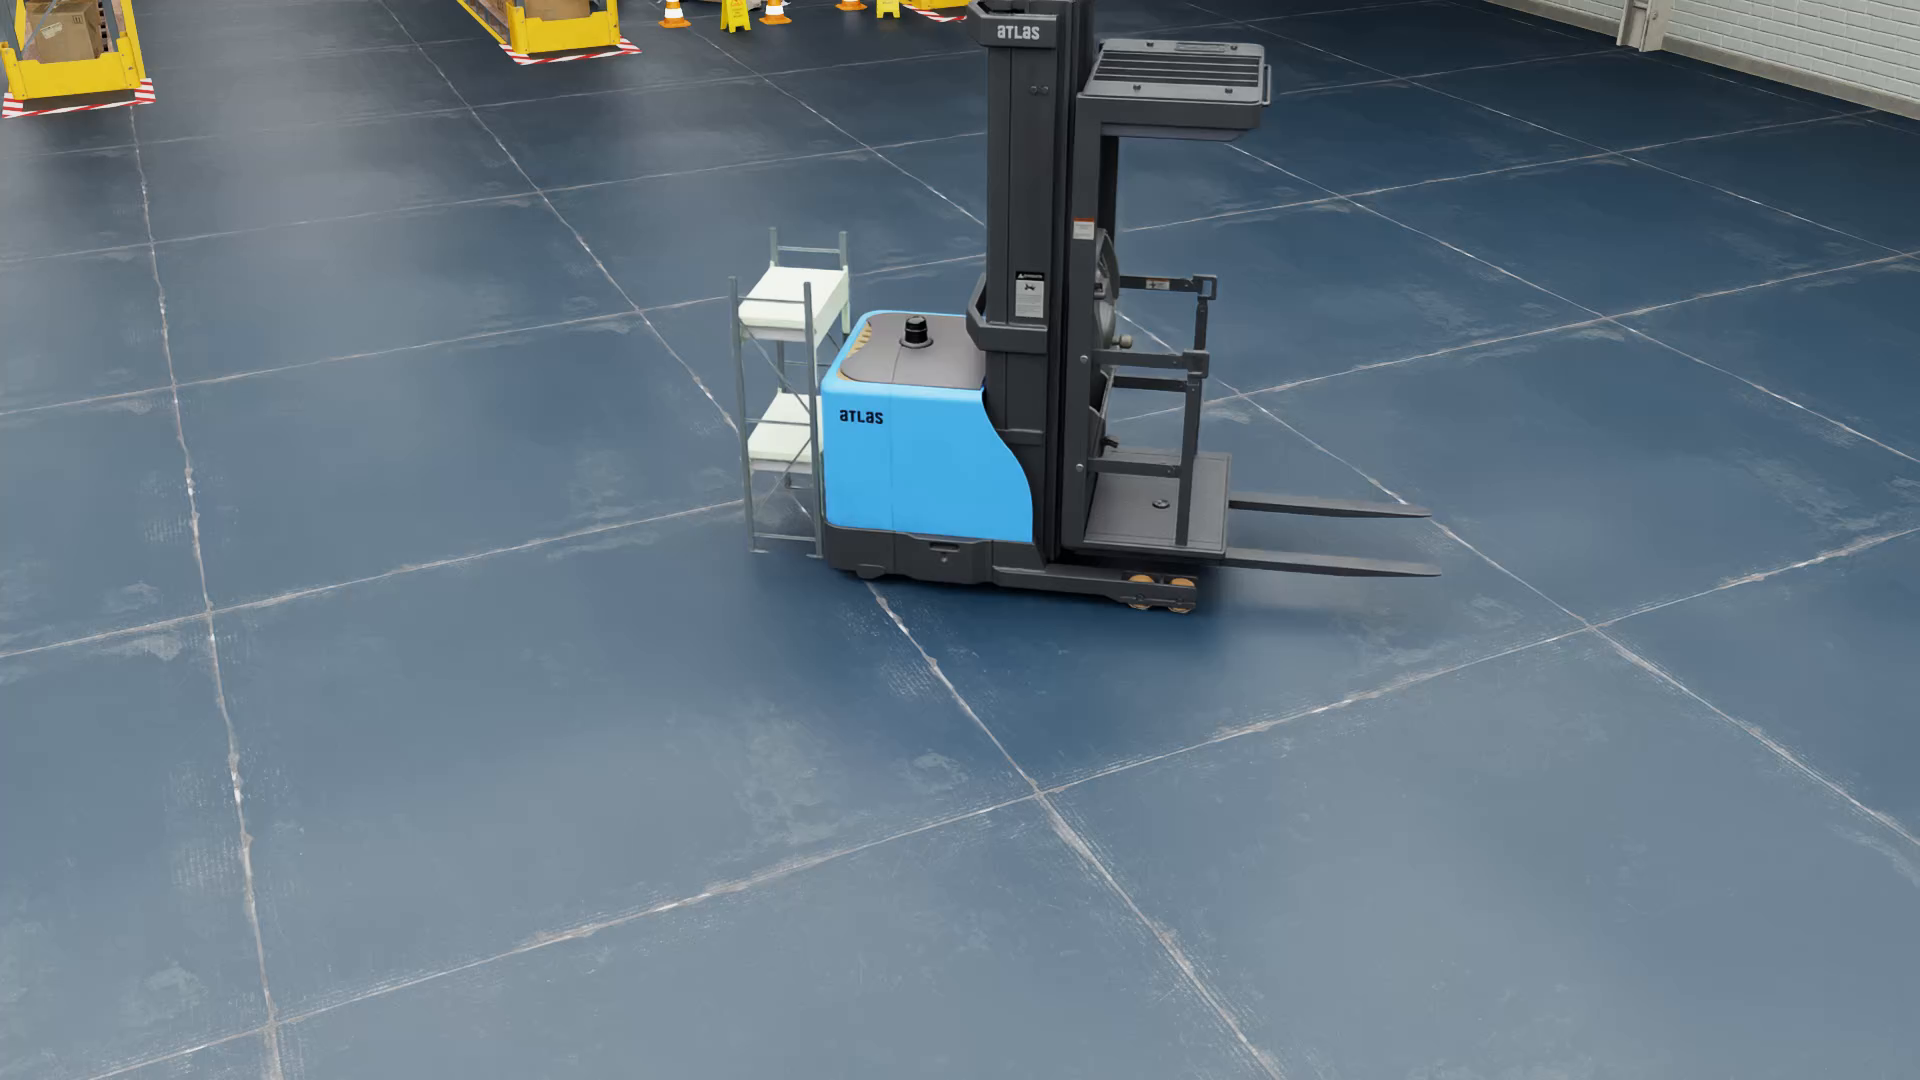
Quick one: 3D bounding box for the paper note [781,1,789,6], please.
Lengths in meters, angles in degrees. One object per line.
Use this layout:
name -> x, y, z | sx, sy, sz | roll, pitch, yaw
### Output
paper note -> -2.187, -6.634, 20.550 | 0.142, 0.019, 0.148 | 26, 38, 38

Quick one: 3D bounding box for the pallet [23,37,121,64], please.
pallet -> -9.284, -5.032, 17.509 | 1.003, 0.211, 1.213 | -13, 32, -22

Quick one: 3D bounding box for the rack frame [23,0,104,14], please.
rack frame -> -10.651, -7.616, 19.265 | 1.000, 3.000, 0.127 | -13, 32, -22

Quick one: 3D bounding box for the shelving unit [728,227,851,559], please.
shelving unit -> -0.841, -0.756, 8.564 | 0.431, 1.500, 0.755 | 5, 30, 8

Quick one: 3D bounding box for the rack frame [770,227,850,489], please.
rack frame -> -0.779, -0.932, 8.879 | 0.400, 1.500, 0.023 | 5, 30, 8

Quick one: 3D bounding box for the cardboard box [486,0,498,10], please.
cardboard box -> -5.141, -6.776, 19.510 | 0.875, 0.875, 0.875 | -14, 32, -23

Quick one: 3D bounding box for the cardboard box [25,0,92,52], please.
cardboard box -> -9.475, -5.478, 17.578 | 0.500, 0.500, 0.500 | -5, 30, -9

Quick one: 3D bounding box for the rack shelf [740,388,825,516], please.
rack shelf -> -0.841, -0.471, 8.724 | 0.431, 0.370, 0.720 | 5, 30, 8

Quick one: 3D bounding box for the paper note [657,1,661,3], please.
paper note -> -3.738, -6.695, 20.679 | 0.032, 0.001, 0.123 | 2, 29, 4

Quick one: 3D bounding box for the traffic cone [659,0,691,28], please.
traffic cone -> -3.357, -6.272, 19.462 | 0.336, 0.463, 0.334 | -13, 32, -22

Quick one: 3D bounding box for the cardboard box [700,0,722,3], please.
cardboard box -> -3.024, -7.085, 20.871 | 0.637, 0.503, 0.797 | 13, 32, 21

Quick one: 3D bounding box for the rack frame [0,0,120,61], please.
rack frame -> -8.934, -5.849, 16.114 | 1.000, 3.000, 0.127 | -13, 32, -22

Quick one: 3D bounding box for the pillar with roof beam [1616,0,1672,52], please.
pillar with roof beam -> 3.700, -8.533, 14.766 | 9.100, 9.000, 0.400 | -13, 32, -22

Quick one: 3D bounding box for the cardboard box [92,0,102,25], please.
cardboard box -> -9.925, -6.014, 18.535 | 0.500, 0.500, 0.500 | -16, 33, -26

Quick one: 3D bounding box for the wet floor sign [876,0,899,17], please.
wet floor sign -> -0.869, -6.594, 19.850 | 0.267, 0.644, 0.232 | -3, 29, -5

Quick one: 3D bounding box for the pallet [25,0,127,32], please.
pallet -> -10.331, -6.110, 19.431 | 1.003, 0.211, 1.213 | -13, 32, -22

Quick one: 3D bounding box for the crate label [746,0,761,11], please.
crate label -> -2.583, -6.551, 20.293 | 0.298, 0.136, 0.250 | 19, 34, 30

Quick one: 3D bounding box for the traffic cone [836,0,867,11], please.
traffic cone -> -1.333, -6.742, 20.300 | 0.336, 0.463, 0.334 | -13, 32, -22

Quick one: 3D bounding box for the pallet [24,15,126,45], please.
pallet -> -9.803, -5.571, 18.468 | 1.003, 0.211, 1.213 | -13, 32, -22

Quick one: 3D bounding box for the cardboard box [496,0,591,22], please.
cardboard box -> -4.762, -6.388, 18.818 | 0.875, 0.875, 0.875 | -13, 32, -22

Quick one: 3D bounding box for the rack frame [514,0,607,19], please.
rack frame -> -4.411, -6.846, 17.891 | 1.000, 3.000, 0.127 | -13, 32, -22

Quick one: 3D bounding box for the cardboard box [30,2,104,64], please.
cardboard box -> -9.187, -5.221, 17.120 | 0.500, 0.500, 0.500 | -7, 30, -13

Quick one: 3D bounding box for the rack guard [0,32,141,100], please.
rack guard -> -8.967, -4.792, 16.785 | 1.175, 0.500, 0.348 | -13, 32, -22

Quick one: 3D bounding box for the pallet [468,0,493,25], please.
pallet -> -5.345, -6.504, 20.134 | 1.003, 0.211, 1.213 | -13, 32, -22

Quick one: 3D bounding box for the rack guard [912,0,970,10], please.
rack guard -> -0.016, -6.873, 20.496 | 1.175, 0.500, 0.348 | -13, 32, -22

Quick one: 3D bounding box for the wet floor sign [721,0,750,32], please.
wet floor sign -> -2.610, -6.222, 19.186 | 0.267, 0.644, 0.232 | -19, 35, -30

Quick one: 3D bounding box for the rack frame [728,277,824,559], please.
rack frame -> -0.903, -0.579, 8.250 | 0.400, 1.500, 0.023 | 5, 30, 8

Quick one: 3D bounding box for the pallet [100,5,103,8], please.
pallet -> -10.987, -6.743, 20.559 | 1.003, 0.211, 1.213 | -13, 32, -22

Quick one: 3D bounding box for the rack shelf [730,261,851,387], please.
rack shelf -> -0.841, -1.096, 8.374 | 0.431, 0.370, 0.720 | 5, 30, 8

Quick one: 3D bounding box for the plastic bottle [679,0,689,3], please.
plastic bottle -> -3.517, -6.765, 20.752 | 0.283, 0.061, 0.133 | 26, 38, 38

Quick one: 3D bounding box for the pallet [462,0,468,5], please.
pallet -> -5.872, -7.044, 21.096 | 1.003, 0.211, 1.213 | -13, 32, -22

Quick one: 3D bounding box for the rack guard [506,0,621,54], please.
rack guard -> -4.401, -5.745, 18.484 | 1.175, 0.500, 0.348 | -13, 32, -22

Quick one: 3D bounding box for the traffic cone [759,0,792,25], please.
traffic cone -> -2.190, -6.359, 19.617 | 0.336, 0.463, 0.334 | -13, 32, -22

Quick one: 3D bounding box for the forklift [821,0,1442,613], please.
forklift -> 0.884, -1.204, 7.900 | 3.031, 2.935, 1.130 | 5, 30, 8

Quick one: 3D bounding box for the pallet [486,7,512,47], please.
pallet -> -4.825, -5.966, 19.174 | 1.003, 0.211, 1.213 | -13, 32, -22
